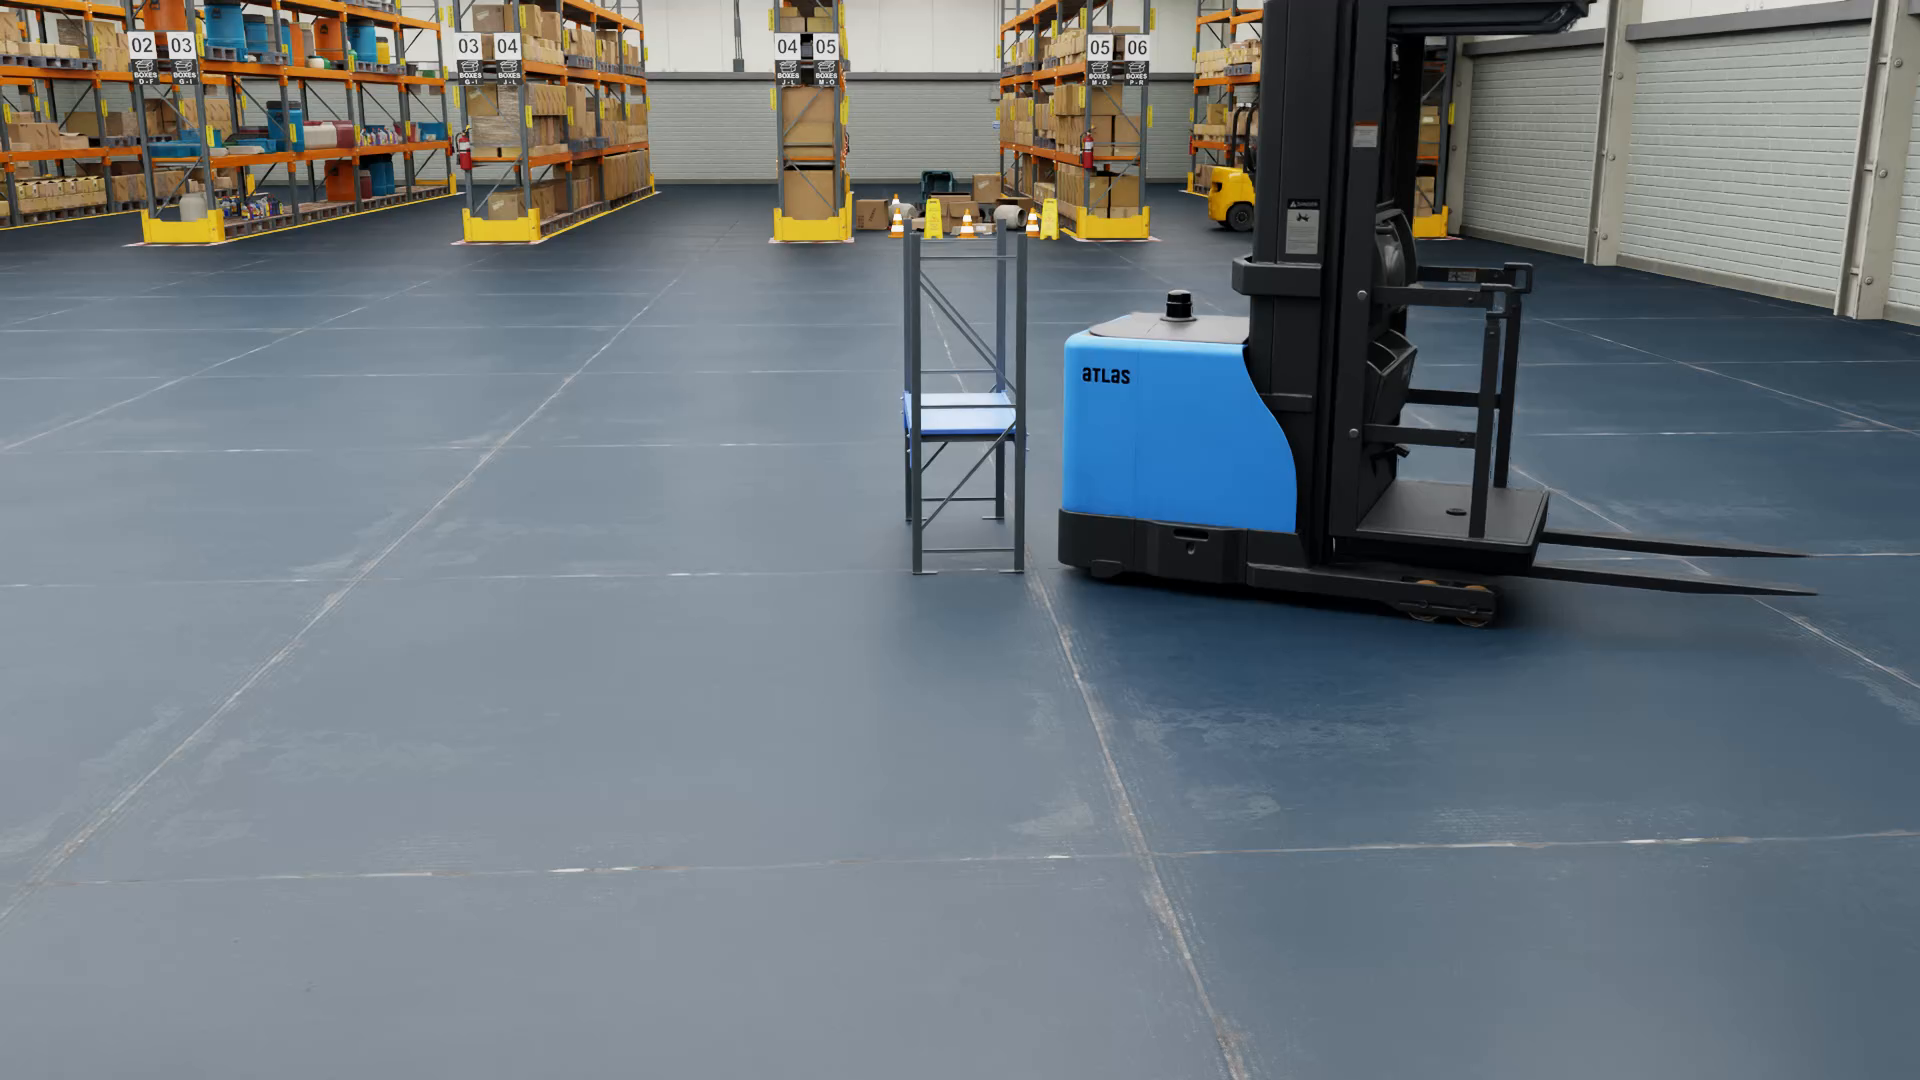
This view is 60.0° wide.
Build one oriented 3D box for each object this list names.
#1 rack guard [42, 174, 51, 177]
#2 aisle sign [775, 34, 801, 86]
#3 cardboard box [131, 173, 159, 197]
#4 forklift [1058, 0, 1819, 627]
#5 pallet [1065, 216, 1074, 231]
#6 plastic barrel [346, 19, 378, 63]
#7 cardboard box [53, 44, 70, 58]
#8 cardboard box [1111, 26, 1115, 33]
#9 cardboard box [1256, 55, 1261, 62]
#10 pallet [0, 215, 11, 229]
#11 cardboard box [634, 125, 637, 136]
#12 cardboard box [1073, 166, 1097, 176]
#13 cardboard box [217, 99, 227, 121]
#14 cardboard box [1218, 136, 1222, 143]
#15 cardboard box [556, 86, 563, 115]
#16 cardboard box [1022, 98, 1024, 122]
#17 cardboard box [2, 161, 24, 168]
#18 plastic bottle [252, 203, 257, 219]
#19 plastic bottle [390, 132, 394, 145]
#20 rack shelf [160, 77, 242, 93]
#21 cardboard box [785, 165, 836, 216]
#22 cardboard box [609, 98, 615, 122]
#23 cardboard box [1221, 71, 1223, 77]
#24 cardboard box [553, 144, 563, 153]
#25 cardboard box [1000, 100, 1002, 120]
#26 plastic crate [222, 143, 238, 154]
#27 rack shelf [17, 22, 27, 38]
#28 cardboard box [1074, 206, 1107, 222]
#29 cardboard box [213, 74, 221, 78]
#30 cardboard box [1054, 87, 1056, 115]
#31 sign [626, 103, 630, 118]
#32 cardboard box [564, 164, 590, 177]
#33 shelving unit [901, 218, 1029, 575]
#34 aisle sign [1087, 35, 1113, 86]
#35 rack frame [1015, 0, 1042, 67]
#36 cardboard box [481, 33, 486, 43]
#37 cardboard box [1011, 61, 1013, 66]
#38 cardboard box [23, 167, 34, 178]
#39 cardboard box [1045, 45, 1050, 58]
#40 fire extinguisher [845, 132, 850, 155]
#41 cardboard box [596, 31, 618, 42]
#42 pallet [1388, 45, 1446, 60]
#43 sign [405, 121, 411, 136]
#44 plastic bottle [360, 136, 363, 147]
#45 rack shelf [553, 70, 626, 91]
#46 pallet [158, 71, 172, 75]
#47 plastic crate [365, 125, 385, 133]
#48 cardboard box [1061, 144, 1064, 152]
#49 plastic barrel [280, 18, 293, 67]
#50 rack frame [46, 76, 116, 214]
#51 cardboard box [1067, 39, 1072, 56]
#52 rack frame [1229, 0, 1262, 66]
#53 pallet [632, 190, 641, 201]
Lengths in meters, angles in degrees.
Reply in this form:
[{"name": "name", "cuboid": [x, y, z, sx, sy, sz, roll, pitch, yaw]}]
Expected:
[{"name": "rack guard", "cuboid": [-23.194, -8.818, 41.296, 1.175, 0.500, 0.348, -1, 14, -3]}, {"name": "aisle sign", "cuboid": [-2.708, -7.561, 26.177, 0.394, 0.787, 0.004, -1, 14, -3]}, {"name": "cardboard box", "cuboid": [-17.597, -7.615, 35.738, 0.500, 0.500, 0.500, -1, 14, -5]}, {"name": "forklift", "cuboid": [2.003, -1.221, 6.889, 3.031, 2.935, 1.130, 6, 16, 22]}, {"name": "pallet", "cuboid": [2.429, -5.600, 29.367, 1.003, 0.211, 1.213, -1, 14, -3]}, {"name": "plastic barrel", "cuboid": [-12.798, -10.658, 35.560, 0.600, 0.901, 0.708, -1, 14, -3]}, {"name": "cardboard box", "cuboid": [-17.618, -9.452, 32.181, 0.500, 0.250, 0.500, 0, 14, -2]}, {"name": "cardboard box", "cuboid": [2.671, -8.297, 27.139, 0.380, 0.149, 0.250, -1, 14, -4]}, {"name": "cardboard box", "cuboid": [6.664, -10.471, 36.185, 0.380, 0.149, 0.250, 0, 14, -2]}, {"name": "pallet", "cuboid": [-17.498, -5.567, 29.239, 1.003, 0.211, 1.213, -1, 14, -3]}, {"name": "cardboard box", "cuboid": [-7.944, -9.702, 39.419, 0.500, 0.250, 0.500, -1, 14, -2]}, {"name": "cardboard box", "cuboid": [2.122, -6.261, 28.207, 0.380, 0.149, 0.250, 0, 14, -2]}, {"name": "cardboard box", "cuboid": [-17.878, -10.272, 39.722, 0.500, 0.500, 0.500, 0, 14, -2]}, {"name": "cardboard box", "cuboid": [6.382, -9.570, 39.707, 0.380, 0.149, 0.250, -1, 14, -2]}, {"name": "cardboard box", "cuboid": [-7.283, -7.713, 29.178, 0.500, 0.500, 0.500, -1, 14, -3]}, {"name": "cardboard box", "cuboid": [1.644, -9.450, 36.527, 0.500, 0.500, 0.500, -1, 14, -4]}, {"name": "cardboard box", "cuboid": [-22.843, -9.065, 40.109, 0.380, 0.149, 0.250, 0, 14, -2]}, {"name": "plastic bottle", "cuboid": [-12.142, -5.654, 28.574, 0.097, 0.271, 0.097, 0, 14, 0]}, {"name": "plastic bottle", "cuboid": [-12.687, -8.937, 36.990, 0.152, 0.276, 0.135, -1, 14, -3]}, {"name": "rack shelf", "cuboid": [-18.125, -10.707, 39.045, 1.077, 0.370, 4.000, -1, 14, -3]}, {"name": "cardboard box", "cuboid": [-2.632, -6.112, 29.183, 0.875, 0.875, 0.875, -1, 14, -3]}, {"name": "cardboard box", "cuboid": [-8.034, -9.462, 36.568, 0.797, 0.503, 0.637, -1, 14, -3]}, {"name": "cardboard box", "cuboid": [6.395, -11.032, 39.367, 0.380, 0.149, 0.250, 0, 14, -2]}, {"name": "cardboard box", "cuboid": [-7.223, -6.911, 29.372, 0.380, 0.149, 0.250, -1, 14, -3]}, {"name": "cardboard box", "cuboid": [1.275, -10.814, 41.829, 0.500, 0.500, 0.500, -1, 14, -5]}, {"name": "plastic crate", "cuboid": [-12.759, -6.747, 28.654, 0.450, 0.188, 0.662, -1, 14, -3]}, {"name": "rack shelf", "cuboid": [-23.068, -11.889, 38.420, 1.077, 0.370, 4.000, -1, 14, -3]}, {"name": "cardboard box", "cuboid": [2.201, -5.501, 28.061, 0.500, 0.250, 0.500, -1, 14, -4]}, {"name": "cardboard box", "cuboid": [-17.889, -11.108, 39.460, 0.500, 0.250, 0.500, -1, 14, -3]}, {"name": "cardboard box", "cuboid": [2.084, -7.985, 30.236, 0.700, 0.500, 0.500, -1, 14, -4]}, {"name": "sign", "cuboid": [-7.572, -9.791, 37.894, 0.100, 0.325, 0.005, -1, 14, -3]}, {"name": "cardboard box", "cuboid": [-7.794, -7.462, 33.637, 0.500, 0.250, 0.500, 0, 14, -1]}, {"name": "shelving unit", "cuboid": [0.005, -0.705, 7.757, 0.538, 1.500, 1.048, -1, 14, -3]}, {"name": "aisle sign", "cuboid": [2.236, -7.665, 26.581, 0.394, 0.787, 0.004, -1, 14, -3]}, {"name": "rack frame", "cuboid": [1.778, -12.316, 37.834, 1.000, 3.000, 0.127, -1, 14, -3]}, {"name": "cardboard box", "cuboid": [-7.698, -7.910, 26.232, 0.380, 0.149, 0.250, -1, 14, -3]}, {"name": "cardboard box", "cuboid": [1.402, -11.213, 39.027, 0.380, 0.149, 0.250, -1, 14, -2]}, {"name": "cardboard box", "cuboid": [-23.049, -8.843, 40.550, 0.700, 0.500, 0.500, -1, 14, -3]}, {"name": "cardboard box", "cuboid": [2.074, -9.681, 33.412, 0.700, 0.500, 0.500, -1, 14, -3]}, {"name": "fire extinguisher", "cuboid": [-2.959, -10.155, 42.380, 0.296, 0.674, 0.183, -1, 14, -3]}, {"name": "cardboard box", "cuboid": [-8.165, -11.607, 38.351, 0.500, 0.250, 0.500, -2, 15, -7]}, {"name": "pallet", "cuboid": [7.457, -8.090, 27.606, 1.003, 0.211, 1.213, -1, 14, -3]}, {"name": "sign", "cuboid": [-12.507, -9.323, 37.686, 0.100, 0.325, 0.005, -1, 14, -3]}, {"name": "plastic bottle", "cuboid": [-12.488, -8.325, 34.596, 0.061, 0.283, 0.133, -1, 14, -3]}, {"name": "rack shelf", "cuboid": [-7.989, -9.864, 35.769, 1.077, 0.370, 4.000, -1, 14, -3]}, {"name": "pallet", "cuboid": [-18.030, -10.304, 36.411, 1.213, 0.211, 1.003, -1, 14, -3]}, {"name": "plastic crate", "cuboid": [-13.426, -9.313, 38.115, 0.392, 0.384, 0.575, -1, 14, -3]}, {"name": "cardboard box", "cuboid": [2.040, -7.154, 30.315, 0.380, 0.149, 0.250, 0, 14, -2]}, {"name": "plastic barrel", "cuboid": [-12.890, -9.335, 31.263, 0.600, 0.901, 0.708, -1, 14, -3]}, {"name": "rack frame", "cuboid": [-17.753, -8.111, 33.529, 1.000, 3.000, 0.127, -1, 14, -3]}, {"name": "cardboard box", "cuboid": [2.120, -8.453, 28.544, 0.500, 0.250, 0.500, -1, 14, -3]}, {"name": "rack frame", "cuboid": [6.732, -12.393, 38.135, 1.000, 3.000, 0.127, -1, 14, -3]}, {"name": "pallet", "cuboid": [-8.082, -8.097, 39.074, 1.003, 0.211, 1.213, -1, 14, -3]}]
